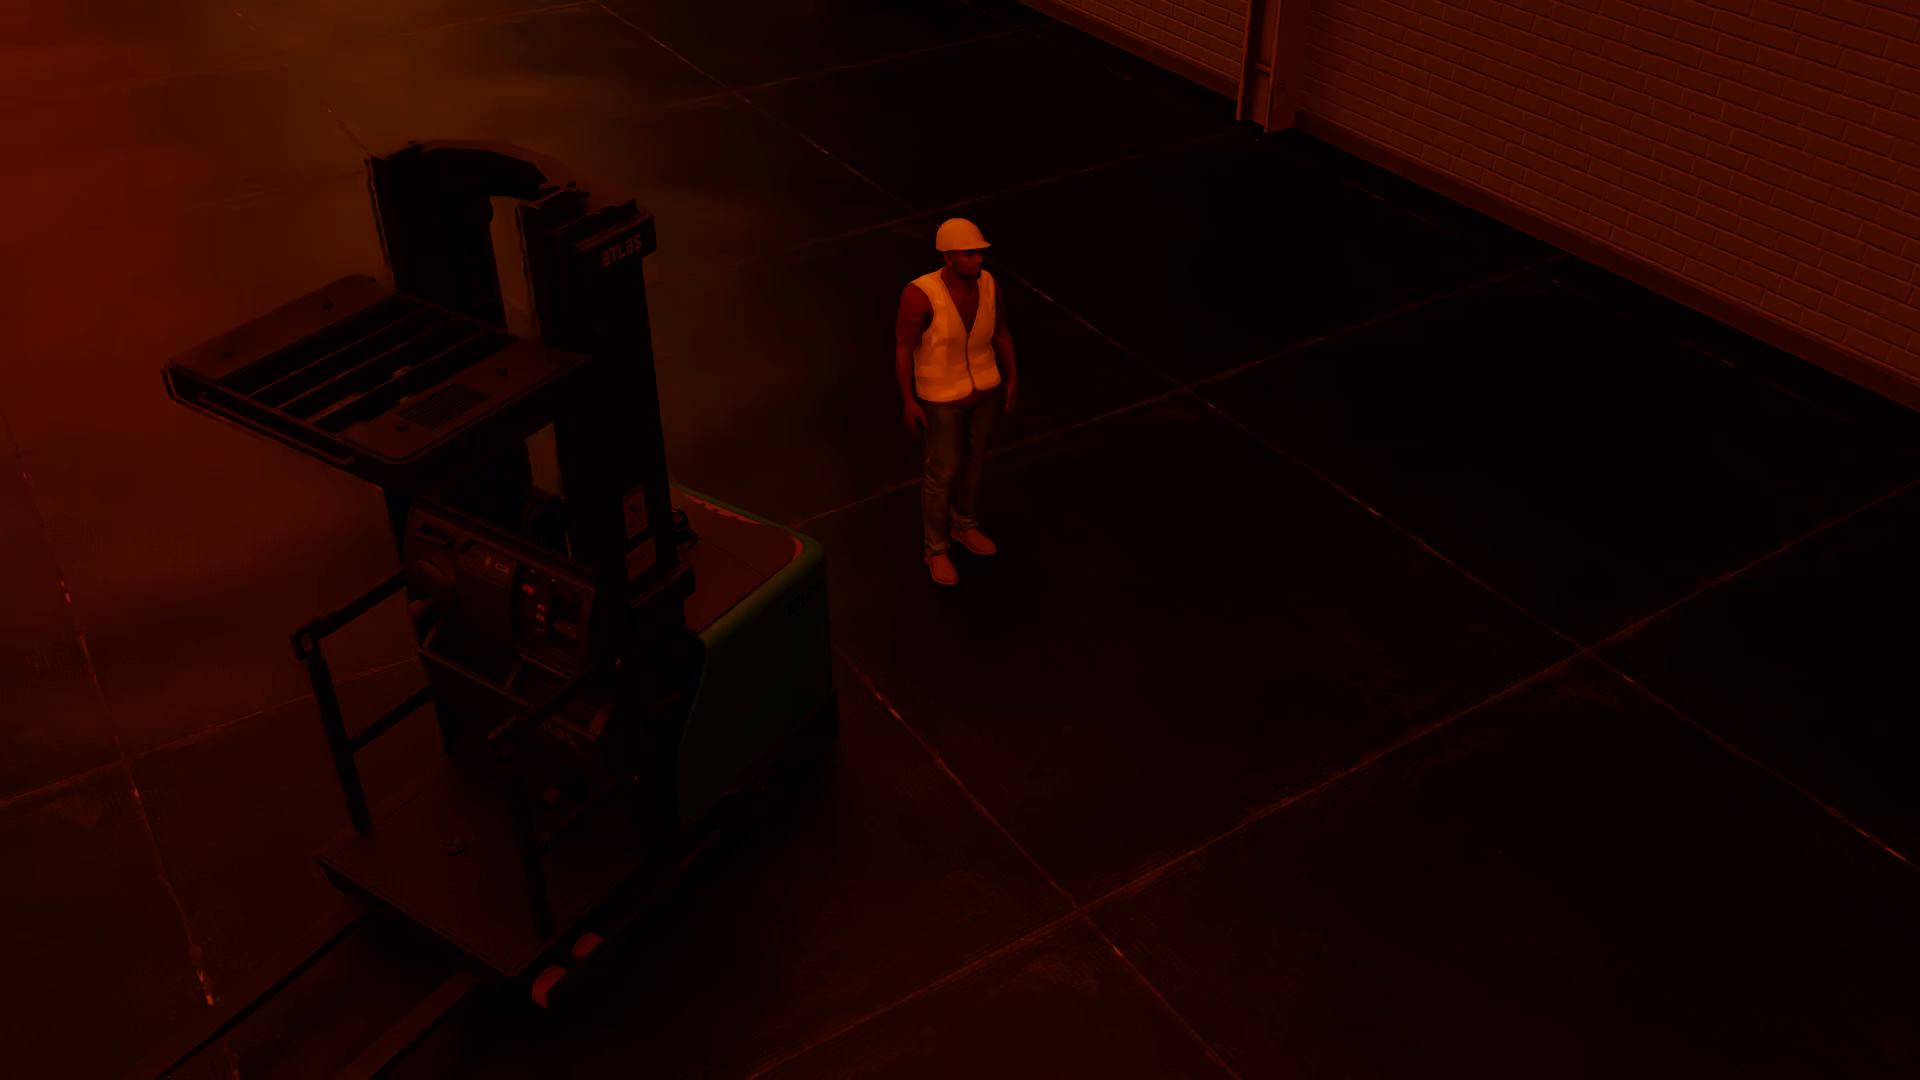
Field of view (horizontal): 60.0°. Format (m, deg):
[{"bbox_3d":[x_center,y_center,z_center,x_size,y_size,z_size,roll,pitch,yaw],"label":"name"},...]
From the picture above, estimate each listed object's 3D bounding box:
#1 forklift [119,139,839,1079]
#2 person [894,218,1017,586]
[{"bbox_3d":[-1.770,0.241,5.805,1.130,2.935,3.031,21,40,27],"label":"forklift"},{"bbox_3d":[0.034,-0.693,8.135,0.666,1.768,0.574,-21,40,-27],"label":"person"}]
